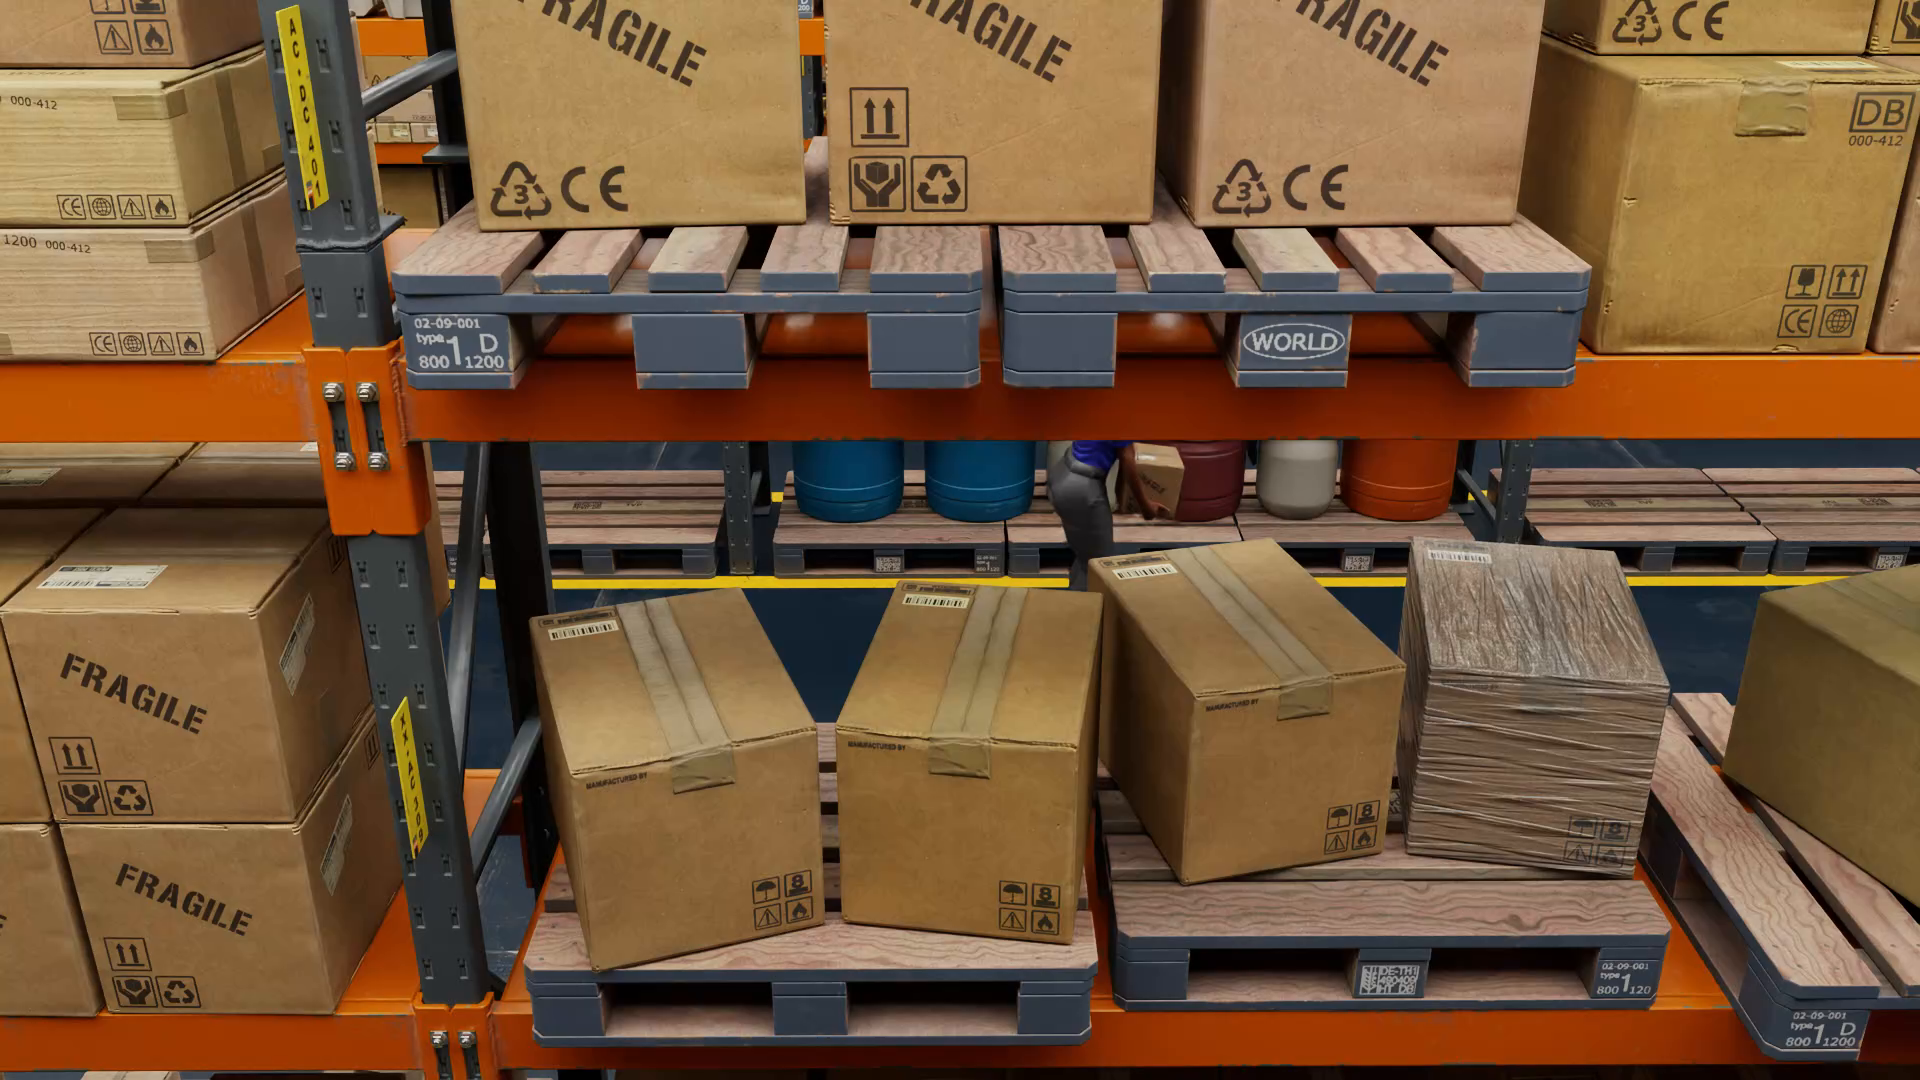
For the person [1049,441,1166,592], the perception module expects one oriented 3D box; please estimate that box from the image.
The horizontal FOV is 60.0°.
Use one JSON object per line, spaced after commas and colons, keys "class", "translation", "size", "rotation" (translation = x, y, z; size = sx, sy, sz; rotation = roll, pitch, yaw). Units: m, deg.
{"class": "person", "translation": [0.669, -0.233, 7.639], "size": [0.509, 1.656, 0.412], "rotation": [-1, 24, -2]}
